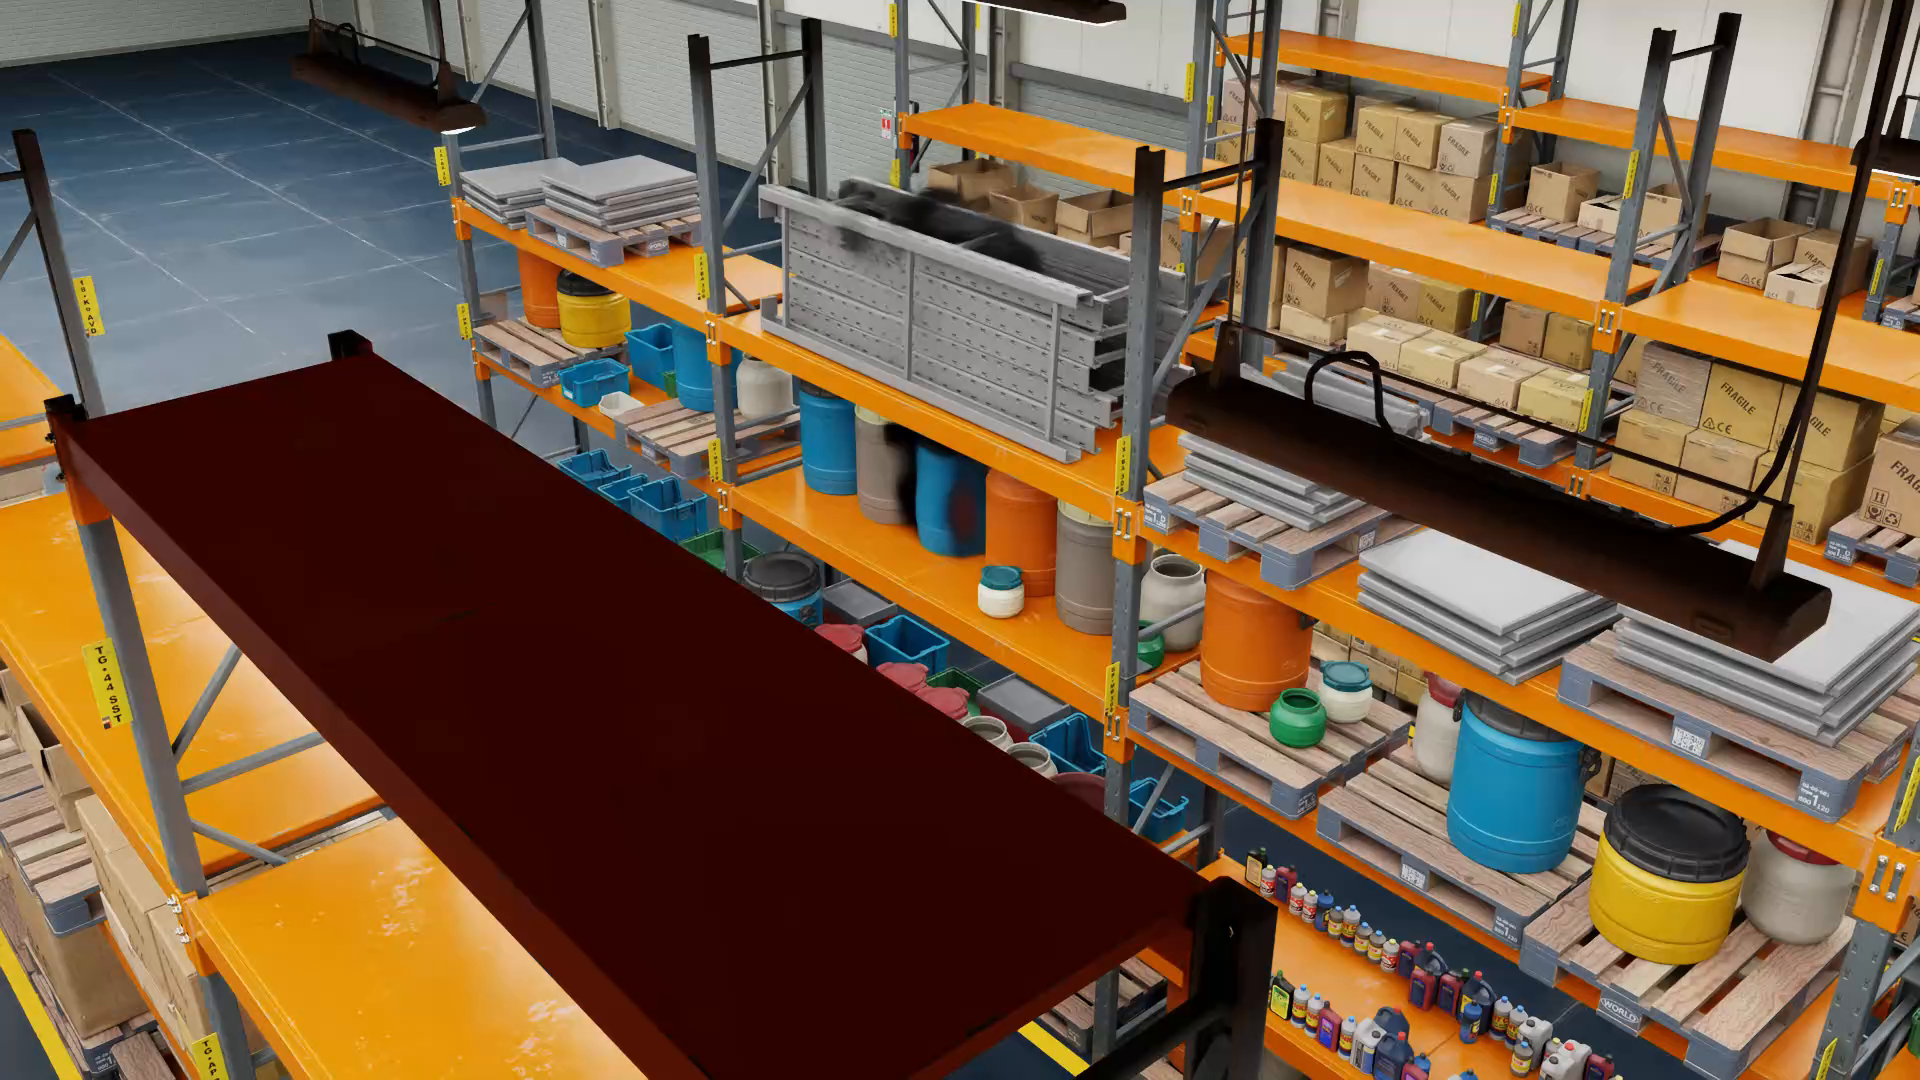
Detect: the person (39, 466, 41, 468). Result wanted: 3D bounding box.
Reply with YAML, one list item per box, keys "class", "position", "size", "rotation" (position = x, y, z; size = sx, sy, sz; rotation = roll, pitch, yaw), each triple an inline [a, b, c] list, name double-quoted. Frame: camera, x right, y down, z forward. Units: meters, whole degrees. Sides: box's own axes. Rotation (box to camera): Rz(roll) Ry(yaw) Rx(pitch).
- class: "person"
  position: [-9.229, -0.369, 16.381]
  size: [0.708, 1.742, 0.659]
  rotation: [-4, 27, -8]
